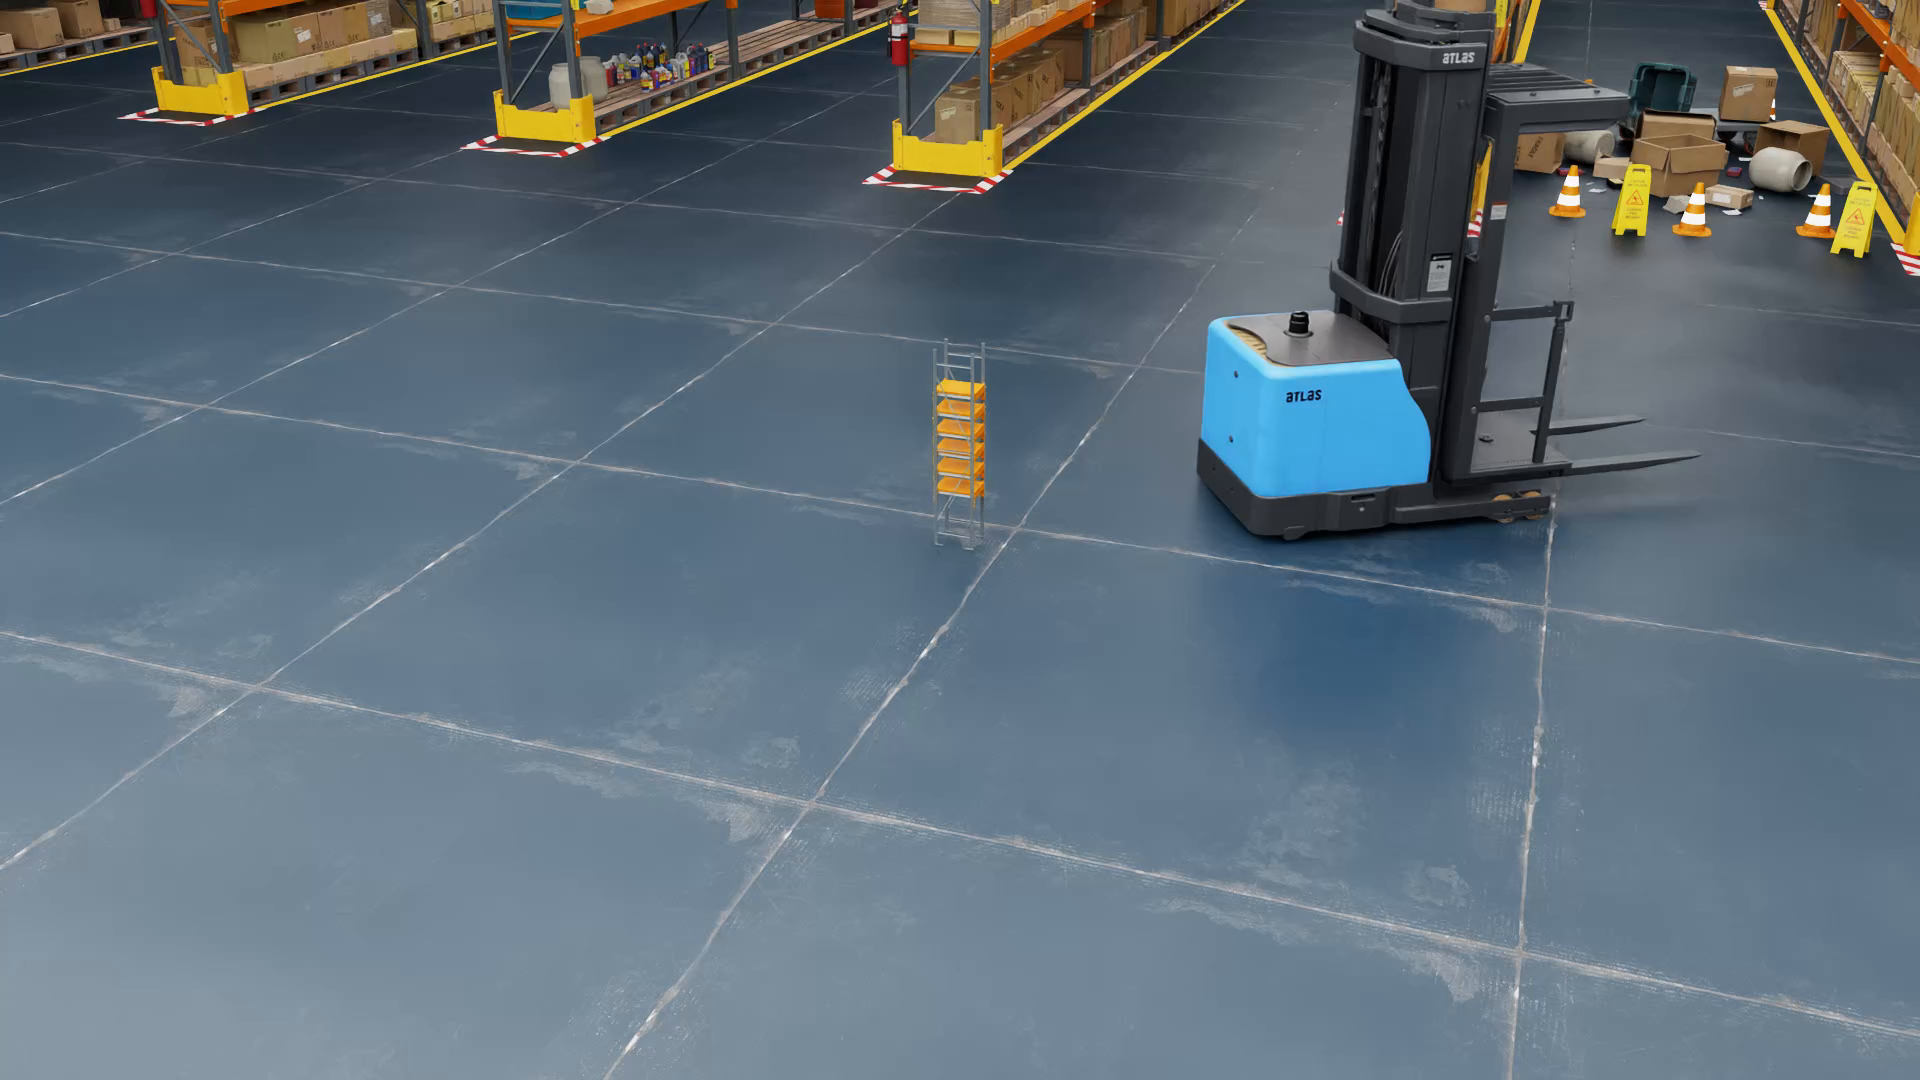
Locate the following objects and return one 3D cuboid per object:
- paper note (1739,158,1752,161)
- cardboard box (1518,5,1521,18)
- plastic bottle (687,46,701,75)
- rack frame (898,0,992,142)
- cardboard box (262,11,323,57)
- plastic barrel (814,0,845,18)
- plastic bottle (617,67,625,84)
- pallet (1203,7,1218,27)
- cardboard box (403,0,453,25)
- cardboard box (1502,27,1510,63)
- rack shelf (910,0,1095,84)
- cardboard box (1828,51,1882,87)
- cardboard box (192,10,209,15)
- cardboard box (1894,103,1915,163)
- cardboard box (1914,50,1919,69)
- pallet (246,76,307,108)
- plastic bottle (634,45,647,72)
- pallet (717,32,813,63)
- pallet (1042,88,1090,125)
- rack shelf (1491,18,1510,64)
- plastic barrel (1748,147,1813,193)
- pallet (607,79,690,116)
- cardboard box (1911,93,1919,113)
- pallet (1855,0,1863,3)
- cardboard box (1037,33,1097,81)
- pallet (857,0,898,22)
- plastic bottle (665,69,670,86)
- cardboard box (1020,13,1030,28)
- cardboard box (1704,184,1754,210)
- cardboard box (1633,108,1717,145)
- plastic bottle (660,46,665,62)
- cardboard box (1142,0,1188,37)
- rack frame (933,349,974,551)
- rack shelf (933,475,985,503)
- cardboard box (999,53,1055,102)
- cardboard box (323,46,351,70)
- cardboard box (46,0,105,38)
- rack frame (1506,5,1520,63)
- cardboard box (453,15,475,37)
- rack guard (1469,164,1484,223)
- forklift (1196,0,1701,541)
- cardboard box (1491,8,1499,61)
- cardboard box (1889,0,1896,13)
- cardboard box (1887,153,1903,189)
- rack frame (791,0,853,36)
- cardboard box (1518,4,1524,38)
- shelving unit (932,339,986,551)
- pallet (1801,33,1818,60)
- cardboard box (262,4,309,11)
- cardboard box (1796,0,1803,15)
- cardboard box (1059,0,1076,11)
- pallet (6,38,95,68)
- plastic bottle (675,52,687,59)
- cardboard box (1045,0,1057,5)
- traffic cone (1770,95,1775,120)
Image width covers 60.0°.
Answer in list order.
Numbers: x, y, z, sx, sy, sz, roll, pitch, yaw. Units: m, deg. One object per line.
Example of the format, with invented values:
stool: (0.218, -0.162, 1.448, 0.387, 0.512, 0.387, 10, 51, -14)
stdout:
paper note: (8.731, -4.233, 18.458, 0.148, 0.019, 0.142, 9, 27, 17)
cardboard box: (7.604, -7.510, 23.344, 0.500, 0.250, 0.500, 8, 27, 15)
plastic bottle: (-3.506, -6.316, 21.887, 0.144, 0.351, 0.185, 7, 27, 15)
rack frame: (-0.160, -5.333, 17.323, 1.000, 3.000, 0.127, 9, 27, 17)
cardboard box: (-8.793, -6.662, 21.879, 0.500, 0.500, 0.500, 9, 27, 17)
plastic barrel: (-2.022, -8.755, 26.398, 0.600, 0.830, 0.708, 9, 27, 17)
plastic bottle: (-4.353, -5.955, 21.313, 0.097, 0.201, 0.097, 0, 26, 0)
pallet: (3.648, -8.682, 27.438, 1.003, 0.211, 1.213, 9, 27, 17)
cardboard box: (-7.797, -7.753, 24.350, 0.500, 0.311, 0.500, 9, 27, 18)
cardboard box: (6.571, -6.440, 21.708, 1.050, 0.750, 0.750, 9, 27, 18)
rack shelf: (0.506, -5.831, 19.177, 1.077, 0.370, 4.000, 9, 27, 17)
cardboard box: (11.650, -5.959, 21.150, 0.950, 0.372, 0.625, 7, 27, 14)
cardboard box: (-12.488, -8.729, 26.701, 0.700, 0.500, 0.500, 8, 27, 16)
cardboard box: (9.551, -3.974, 16.328, 0.500, 0.500, 0.500, 8, 27, 16)
cardboard box: (9.617, -4.712, 16.328, 0.380, 0.149, 0.250, 9, 27, 17)
pallet: (-9.285, -5.837, 21.563, 1.003, 0.211, 1.213, 9, 27, 17)
plastic bottle: (-4.222, -6.352, 21.962, 0.144, 0.351, 0.185, 8, 27, 15)
pallet: (-2.870, -7.272, 24.526, 1.003, 0.211, 1.213, 9, 27, 17)
pallet: (0.981, -5.441, 20.745, 1.003, 0.211, 1.213, 9, 27, 17)
rack shelf: (5.149, -5.071, 17.606, 1.077, 0.370, 4.000, 9, 27, 17)
plastic barrel: (8.445, -3.805, 17.123, 0.421, 0.421, 0.512, -14, 29, -27)
pallet: (-4.166, -5.667, 21.213, 1.003, 0.211, 1.213, 9, 27, 17)
cardboard box: (9.441, -4.216, 16.083, 0.380, 0.149, 0.250, 10, 28, 20)
pallet: (11.711, -6.789, 20.550, 1.213, 0.211, 1.003, 9, 27, 17)
cardboard box: (1.396, -6.299, 21.682, 0.700, 0.500, 0.500, 7, 27, 13)
pallet: (-1.538, -8.914, 27.918, 1.003, 0.211, 1.213, 9, 27, 17)
plastic bottle: (-3.753, -5.913, 21.226, 0.097, 0.201, 0.097, 0, 26, 0)
cardboard box: (0.570, -5.817, 18.611, 0.380, 0.149, 0.250, 9, 27, 17)
cardboard box: (7.717, -3.444, 16.693, 0.250, 0.149, 0.380, -20, 33, -36)
cardboard box: (7.686, -4.308, 17.915, 0.797, 0.637, 0.503, 9, 27, 17)
plastic bottle: (-4.000, -6.451, 22.245, 0.061, 0.283, 0.133, 9, 27, 17)
cardboard box: (2.752, -8.134, 25.064, 1.225, 0.875, 0.875, 7, 27, 15)
rack frame: (-0.035, -0.496, 9.399, 0.240, 1.200, 0.006, 9, 27, 17)
rack shelf: (-0.005, -0.278, 9.600, 0.258, 0.103, 0.180, 9, 27, 17)
cardboard box: (0.817, -5.646, 20.355, 0.500, 0.500, 0.500, 19, 32, 34)
cardboard box: (-8.611, -6.527, 22.462, 0.500, 0.250, 0.500, 9, 27, 17)
cardboard box: (-13.149, -7.773, 24.725, 0.500, 0.500, 0.500, 7, 27, 14)
rack frame: (7.146, -7.860, 22.542, 1.000, 3.000, 0.127, 9, 27, 17)
cardboard box: (-7.630, -7.706, 24.898, 0.500, 0.250, 0.500, 9, 27, 19)
rack guard: (4.476, -3.438, 16.276, 1.175, 0.500, 0.348, 9, 27, 17)
forklift: (3.060, -1.640, 9.774, 3.031, 2.935, 1.130, -6, 26, -12)
cardboard box: (5.032, -5.240, 16.959, 0.875, 0.550, 0.550, 9, 27, 17)
cardboard box: (10.427, -5.867, 18.233, 0.380, 0.149, 0.250, 9, 27, 18)
cardboard box: (9.549, -3.646, 16.512, 0.500, 0.250, 0.500, 8, 27, 16)
rack frame: (-2.168, -9.339, 25.597, 1.000, 3.000, 0.127, 9, 27, 17)
cardboard box: (8.123, -7.806, 24.817, 0.500, 0.500, 0.500, 8, 27, 16)
shelving unit: (-0.005, -0.534, 9.476, 0.258, 1.200, 0.189, 9, 27, 17)
pallet: (12.993, -7.244, 24.470, 1.003, 0.211, 1.213, 9, 27, 17)
cardboard box: (-9.116, -6.942, 22.459, 0.500, 0.500, 0.500, 9, 27, 17)
cardboard box: (13.786, -8.474, 26.268, 0.875, 0.438, 0.875, 8, 27, 16)
cardboard box: (1.167, -6.419, 19.853, 0.380, 0.149, 0.250, 9, 27, 17)
pallet: (-13.436, -7.093, 24.157, 1.003, 0.211, 1.213, 9, 27, 17)
plastic bottle: (-3.654, -6.293, 21.926, 0.152, 0.276, 0.135, 9, 27, 17)
cardboard box: (0.692, -6.560, 19.400, 0.875, 0.500, 0.500, 9, 27, 17)
traffic cone: (9.609, -5.111, 19.775, 0.336, 0.463, 0.334, 9, 27, 17)
